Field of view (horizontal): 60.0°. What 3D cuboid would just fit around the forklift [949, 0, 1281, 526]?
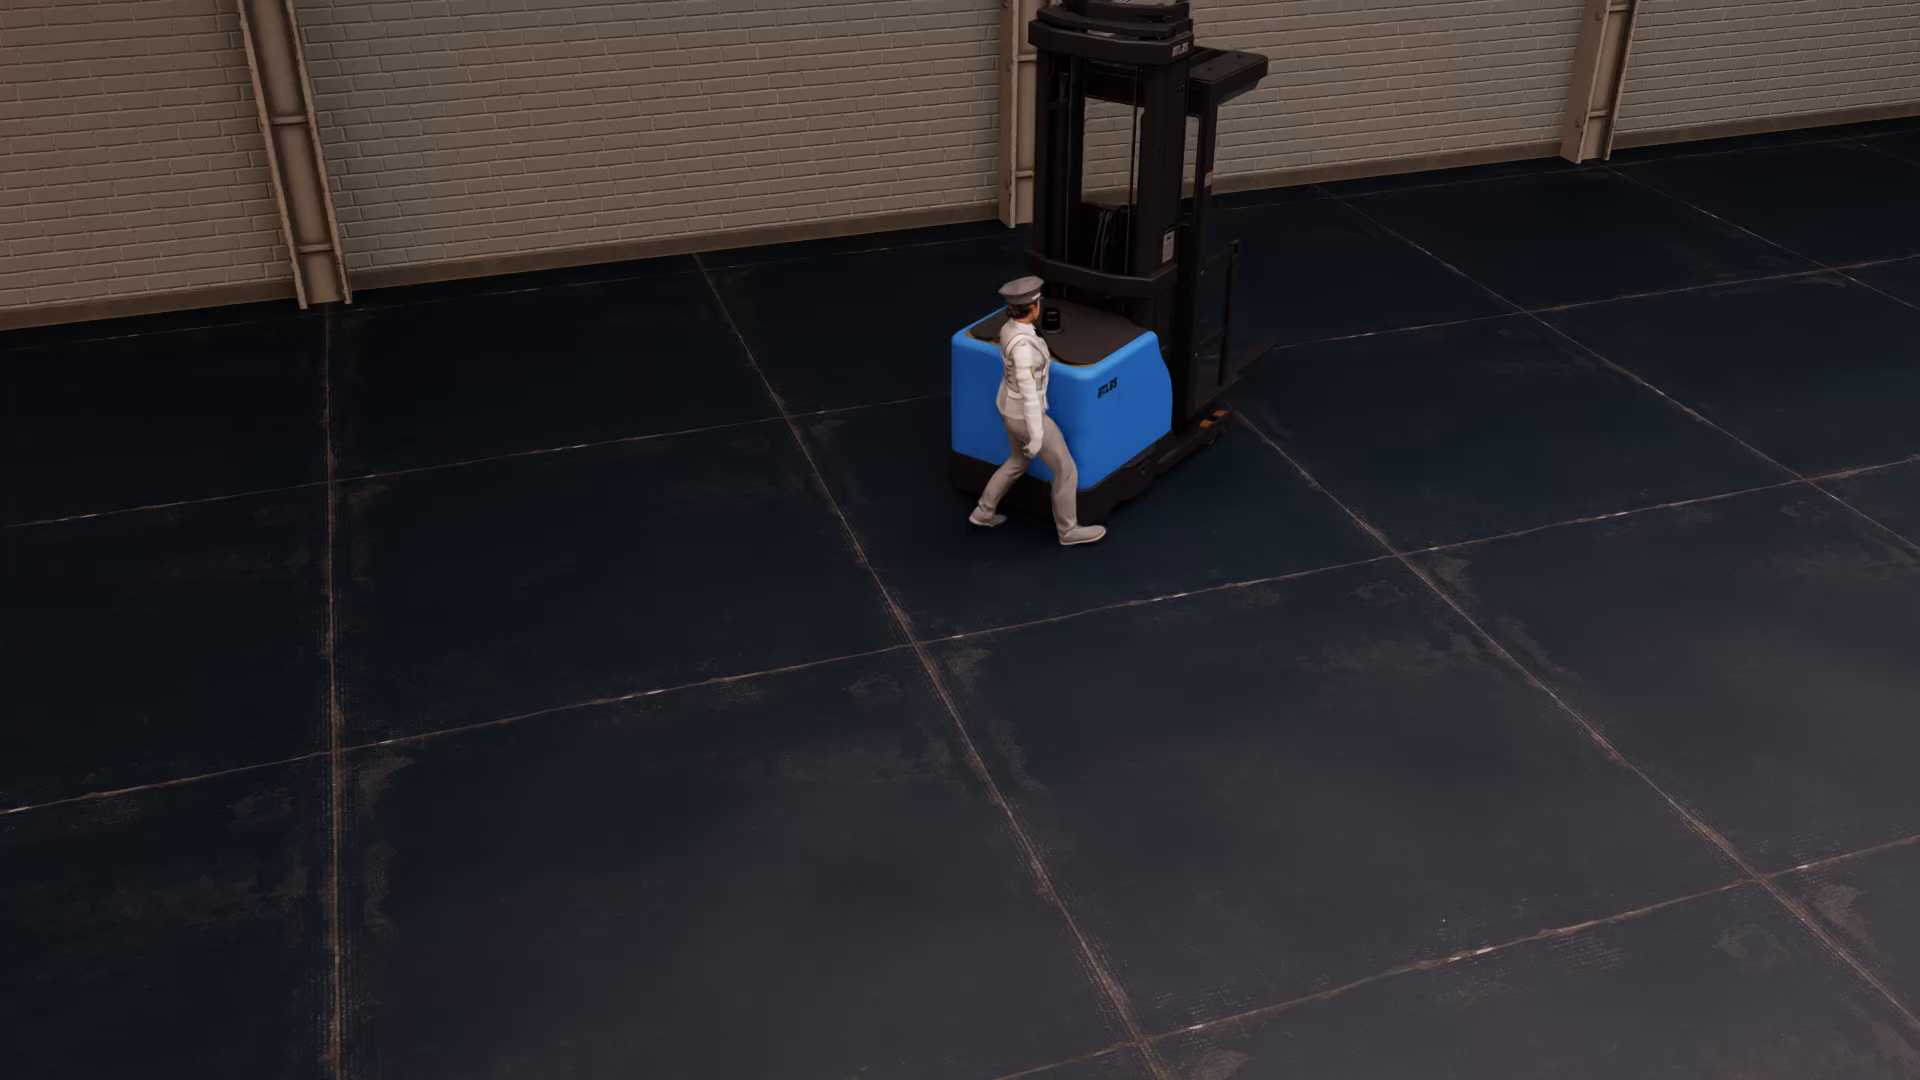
[{"bbox_3d":[1.196,-2.035,10.625,1.130,2.935,3.031,20,35,30],"label":"forklift"}]

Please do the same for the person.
[{"bbox_3d":[0.459,-0.725,9.721,0.785,1.627,0.614,-5,30,-8],"label":"person"}]
